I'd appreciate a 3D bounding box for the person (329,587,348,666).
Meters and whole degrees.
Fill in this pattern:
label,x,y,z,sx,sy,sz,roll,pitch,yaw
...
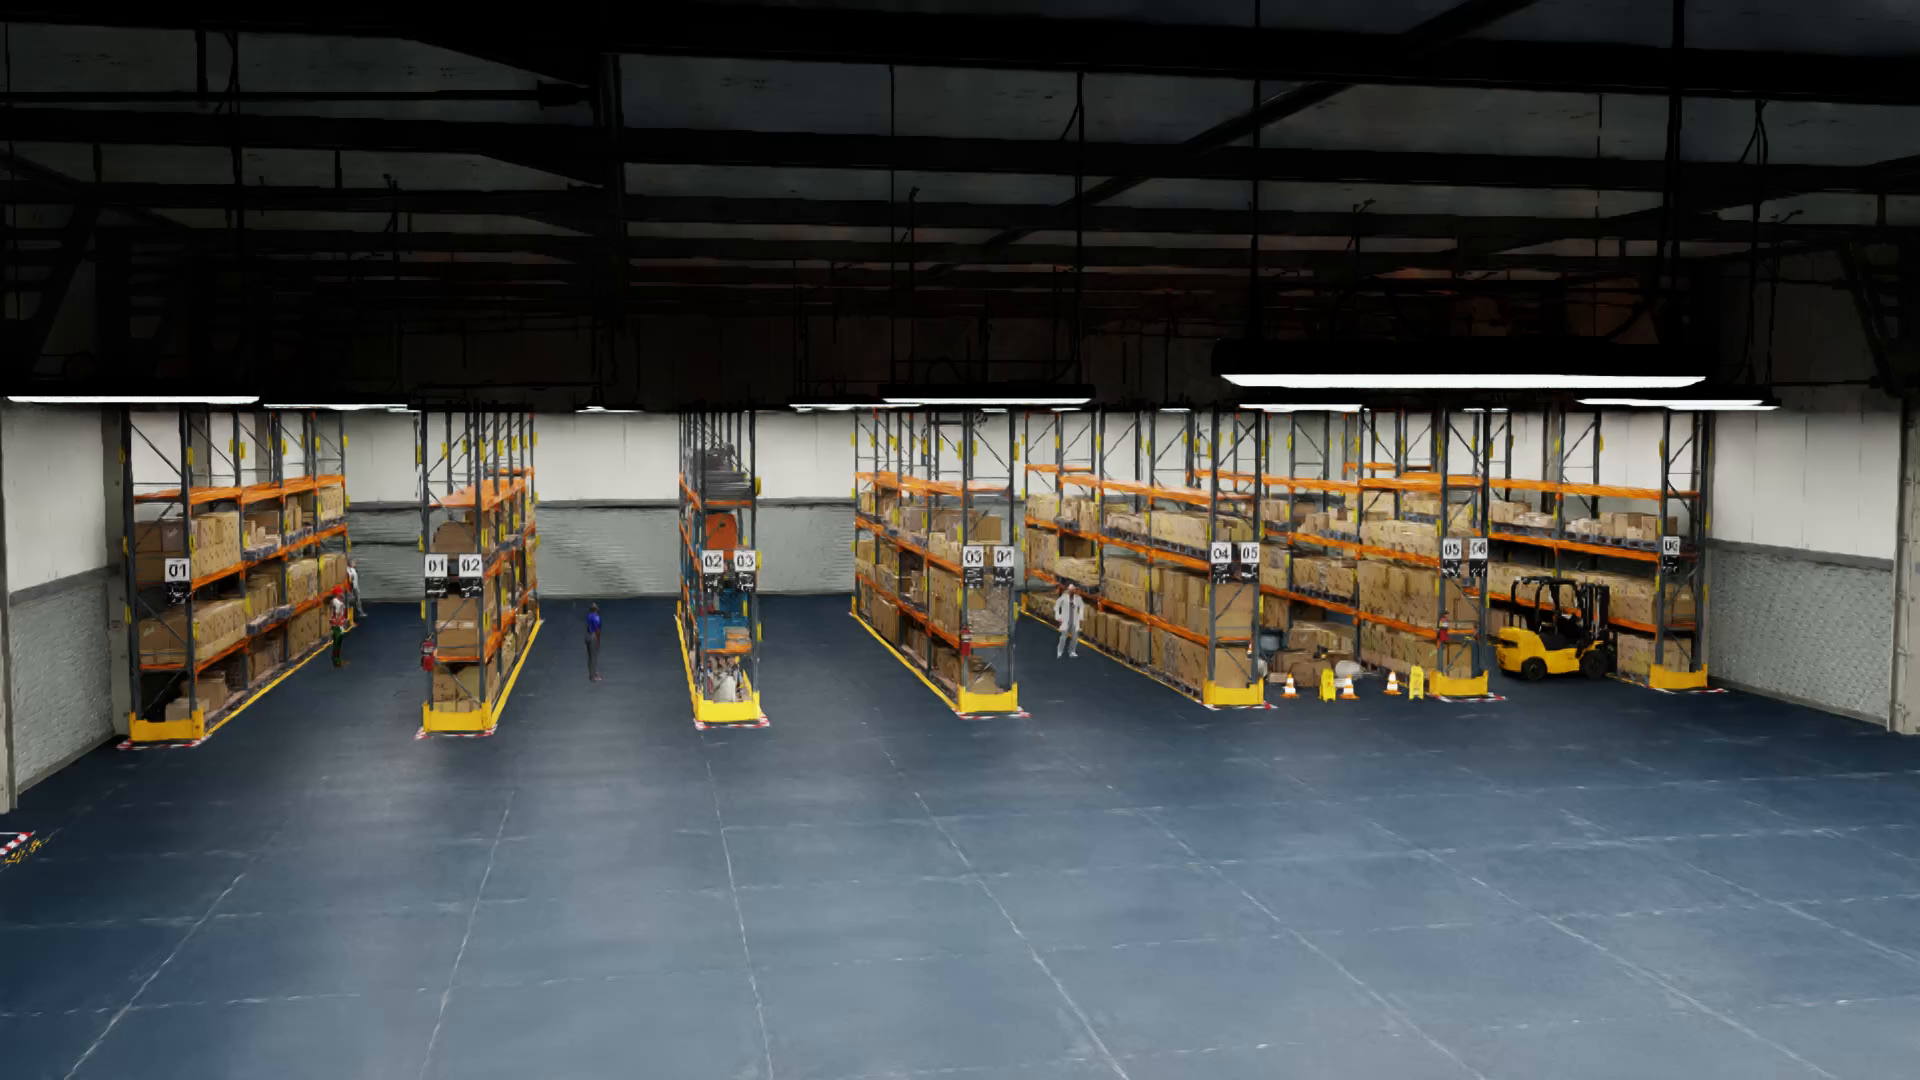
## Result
label,x,y,z,sx,sy,sz,roll,pitch,yaw
person,-14.129,1.953,37.836,0.398,1.793,0.659,-3,5,-32

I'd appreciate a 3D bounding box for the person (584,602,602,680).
label,x,y,z,sx,sy,sz,roll,pitch,yaw
person,-7.877,2.171,35.914,0.440,1.666,0.551,-3,6,-39

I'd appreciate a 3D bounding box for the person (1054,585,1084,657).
label,x,y,z,sx,sy,sz,roll,pitch,yaw
person,2.571,1.904,39.220,0.729,1.734,0.546,-1,4,-11

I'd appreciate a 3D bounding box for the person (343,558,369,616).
label,x,y,z,sx,sy,sz,roll,pitch,yaw
person,-17.143,1.335,46.963,0.552,1.670,0.682,2,5,26
